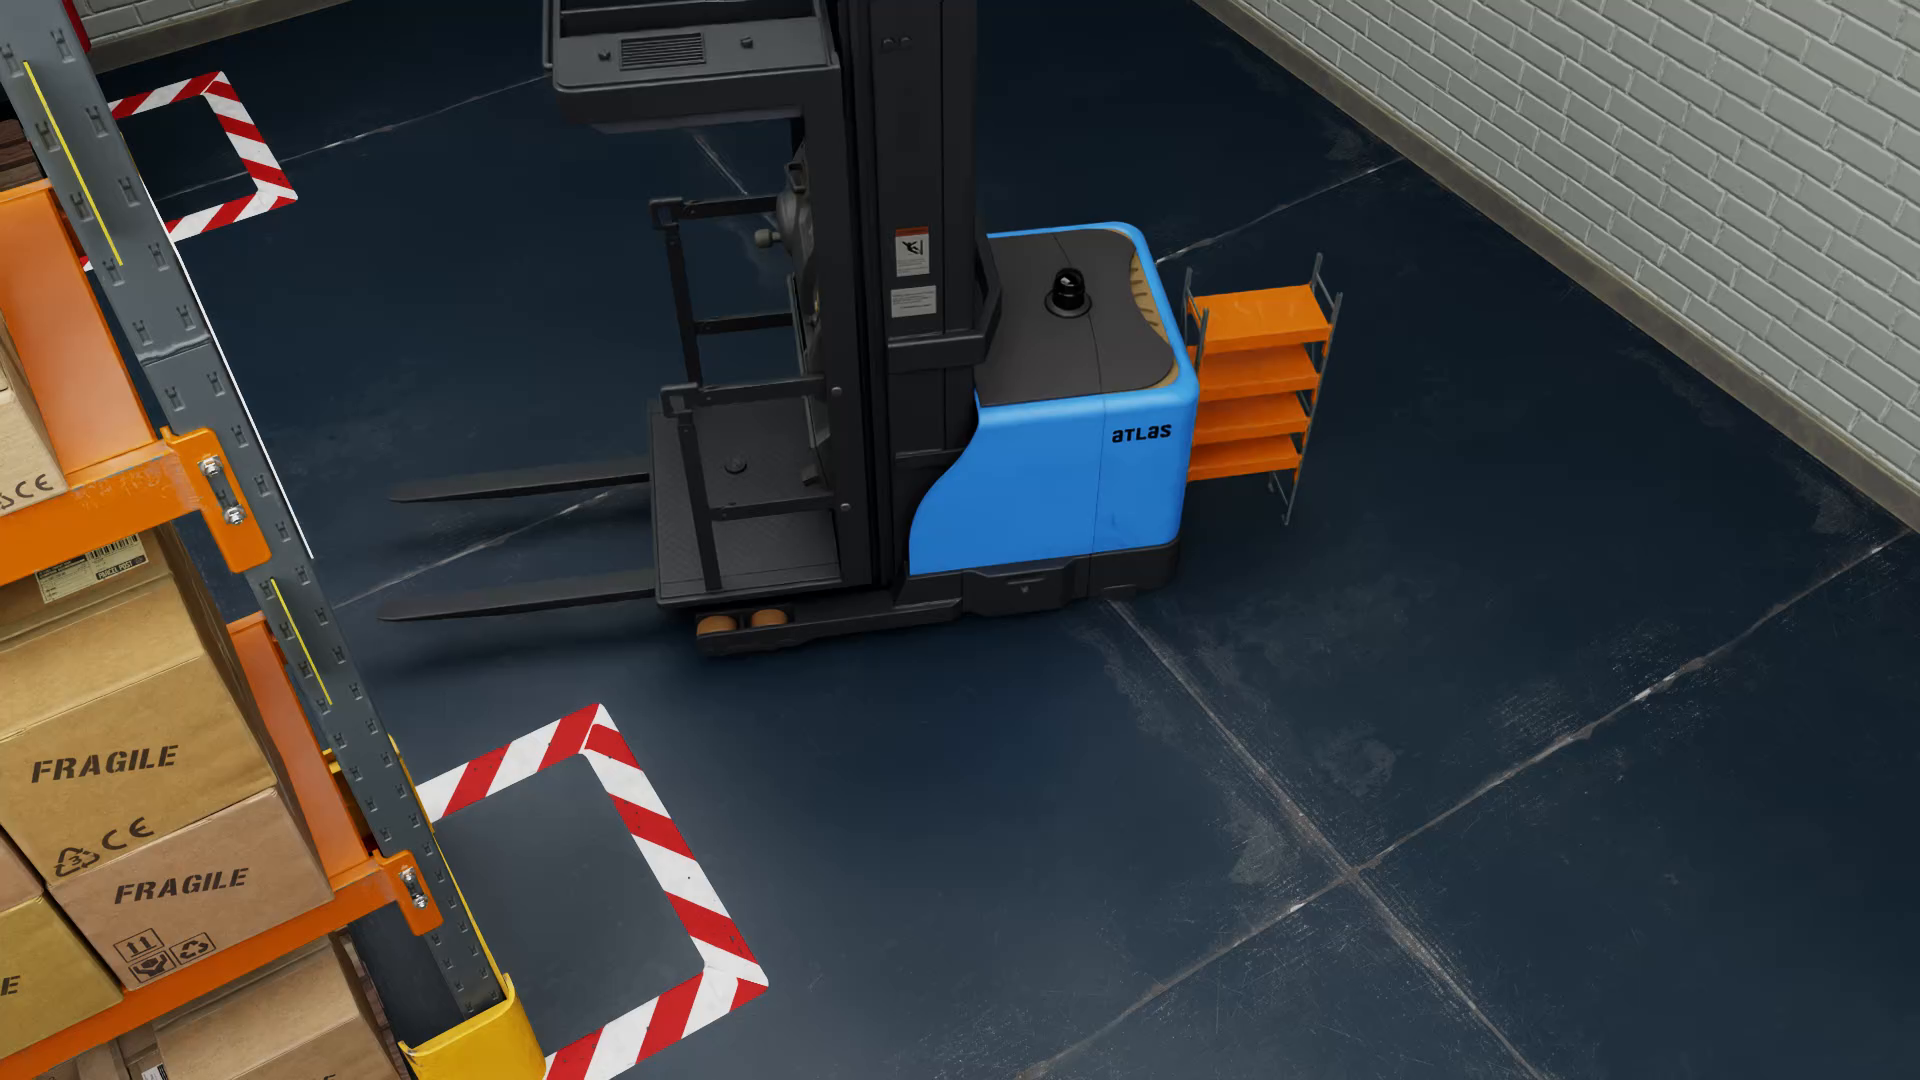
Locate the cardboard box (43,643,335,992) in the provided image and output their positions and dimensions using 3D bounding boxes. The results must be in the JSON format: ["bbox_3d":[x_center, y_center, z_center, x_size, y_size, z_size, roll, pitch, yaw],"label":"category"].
[{"bbox_3d":[-1.899,0.667,4.026,0.500,0.500,0.500,-24,52,-20],"label":"cardboard box"}]

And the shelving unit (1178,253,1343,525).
[{"bbox_3d":[1.072,-0.519,6.349,0.503,1.200,0.258,-7,49,-8],"label":"shelving unit"}]

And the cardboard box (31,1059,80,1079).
[{"bbox_3d":[-2.700,1.355,5.027,0.500,0.250,0.500,-25,53,-21],"label":"cardboard box"}]

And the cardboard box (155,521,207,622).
[{"bbox_3d":[-2.181,-0.006,3.955,0.500,0.500,0.500,-24,52,-20],"label":"cardboard box"}]

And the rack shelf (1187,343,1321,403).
[{"bbox_3d":[1.074,-0.623,6.232,0.480,0.148,0.258,-7,49,-8],"label":"rack shelf"}]

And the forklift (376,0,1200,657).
[{"bbox_3d":[-0.714,-0.961,5.588,3.031,2.935,1.130,-7,49,-6],"label":"forklift"}]

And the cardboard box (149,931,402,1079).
[{"bbox_3d":[-1.994,1.407,4.813,0.500,0.500,0.500,-25,53,-21],"label":"cardboard box"}]

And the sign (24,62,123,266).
[{"bbox_3d":[-1.386,-0.584,2.605,0.005,0.325,0.100,-25,53,-21],"label":"sign"}]

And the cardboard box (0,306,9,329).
[{"bbox_3d":[-2.236,-0.554,3.272,0.500,0.250,0.500,-25,53,-21],"label":"cardboard box"}]

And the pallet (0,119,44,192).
[{"bbox_3d":[-4.946,-1.482,7.874,1.213,0.211,1.003,-25,53,-21],"label":"pallet"}]

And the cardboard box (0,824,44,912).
[{"bbox_3d":[-2.322,0.537,3.472,0.500,0.500,0.500,-24,53,-20],"label":"cardboard box"}]

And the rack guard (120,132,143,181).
[{"bbox_3d":[-4.292,-1.956,8.102,0.348,0.500,1.175,-25,53,-21],"label":"rack guard"}]

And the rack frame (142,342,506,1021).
[{"bbox_3d":[-1.666,0.350,4.375,0.127,3.000,1.000,-25,53,-21],"label":"rack frame"}]

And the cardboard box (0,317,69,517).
[{"bbox_3d":[-1.959,-0.227,2.980,0.500,0.250,0.500,-25,53,-21],"label":"cardboard box"}]

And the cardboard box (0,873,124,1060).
[{"bbox_3d":[-2.336,0.876,3.840,0.500,0.500,0.500,-25,53,-20],"label":"cardboard box"}]

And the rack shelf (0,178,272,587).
[{"bbox_3d":[-3.357,0.388,2.814,4.000,0.370,1.077,-25,53,-21],"label":"rack shelf"}]

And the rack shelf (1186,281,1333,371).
[{"bbox_3d":[1.077,-0.781,6.056,0.480,0.148,0.258,-7,49,-8],"label":"rack shelf"}]

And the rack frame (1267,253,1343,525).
[{"bbox_3d":[1.312,-0.550,6.381,0.015,1.200,0.240,-7,49,-8],"label":"rack frame"}]

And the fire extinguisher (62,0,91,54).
[{"bbox_3d":[-3.938,-2.396,7.122,0.183,0.674,0.296,-25,53,-21],"label":"fire extinguisher"}]

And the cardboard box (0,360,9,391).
[{"bbox_3d":[-1.964,-0.398,2.799,0.500,0.250,0.500,-25,53,-21],"label":"cardboard box"}]

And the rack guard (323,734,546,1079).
[{"bbox_3d":[-1.730,1.211,5.282,0.348,0.500,1.175,-25,53,-21],"label":"rack guard"}]

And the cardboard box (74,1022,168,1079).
[{"bbox_3d":[-2.384,1.623,4.844,0.250,0.166,0.380,-25,53,-21],"label":"cardboard box"}]

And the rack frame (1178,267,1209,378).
[{"bbox_3d":[0.832,-0.488,6.316,0.015,1.200,0.240,-7,49,-8],"label":"rack frame"}]

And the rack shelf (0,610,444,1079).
[{"bbox_3d":[-3.357,1.386,3.934,4.000,0.370,1.077,-25,53,-21],"label":"rack shelf"}]

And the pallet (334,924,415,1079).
[{"bbox_3d":[-2.404,1.626,5.106,1.213,0.211,1.003,-25,53,-21],"label":"pallet"}]

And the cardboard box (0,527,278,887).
[{"bbox_3d":[-1.895,0.335,3.652,0.500,0.500,0.500,-26,53,-21],"label":"cardboard box"}]

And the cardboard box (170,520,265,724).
[{"bbox_3d":[-2.181,0.327,4.329,0.500,0.500,0.500,-24,53,-20],"label":"cardboard box"}]

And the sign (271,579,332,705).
[{"bbox_3d":[-1.386,0.218,3.505,0.005,0.325,0.100,-25,53,-21],"label":"sign"}]

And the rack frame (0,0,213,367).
[{"bbox_3d":[-1.666,-1.645,2.135,0.127,3.000,1.000,-25,53,-21],"label":"rack frame"}]

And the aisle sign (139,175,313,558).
[{"bbox_3d":[-1.444,-0.348,3.256,0.004,0.787,0.394,-25,53,-21],"label":"aisle sign"}]

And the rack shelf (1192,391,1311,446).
[{"bbox_3d":[1.071,-0.474,6.399,0.480,0.148,0.258,-7,49,-8],"label":"rack shelf"}]

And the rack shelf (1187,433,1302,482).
[{"bbox_3d":[1.068,-0.341,6.547,0.480,0.148,0.258,-7,49,-8],"label":"rack shelf"}]
